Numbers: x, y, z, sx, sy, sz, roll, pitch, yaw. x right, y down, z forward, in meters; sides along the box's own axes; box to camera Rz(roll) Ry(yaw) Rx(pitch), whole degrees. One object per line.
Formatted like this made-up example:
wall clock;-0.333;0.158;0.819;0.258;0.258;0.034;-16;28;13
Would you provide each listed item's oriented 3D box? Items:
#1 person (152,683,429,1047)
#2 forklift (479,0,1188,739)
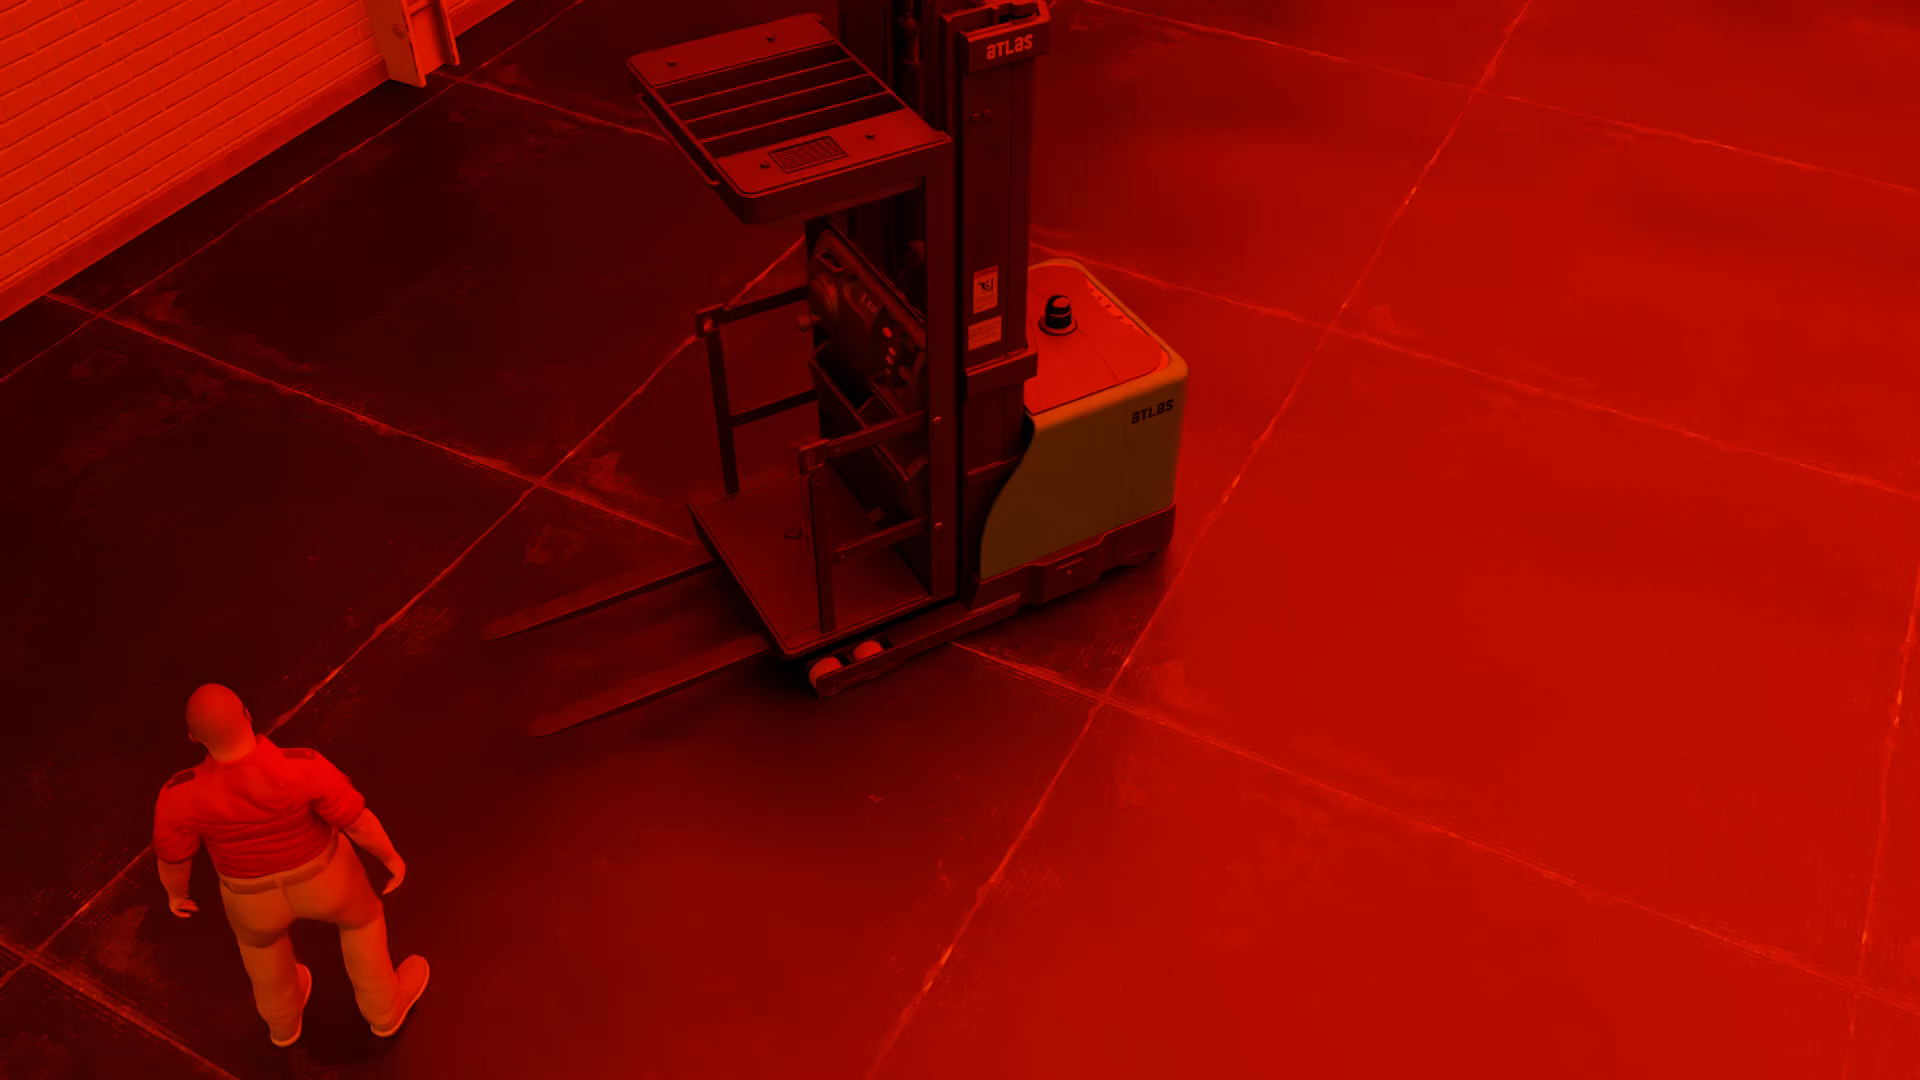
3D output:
person;-2.206;1.057;5.424;0.726;1.709;0.429;-14;45;-14
forklift;-0.556;-0.820;6.524;3.031;2.935;1.130;-21;47;-21
